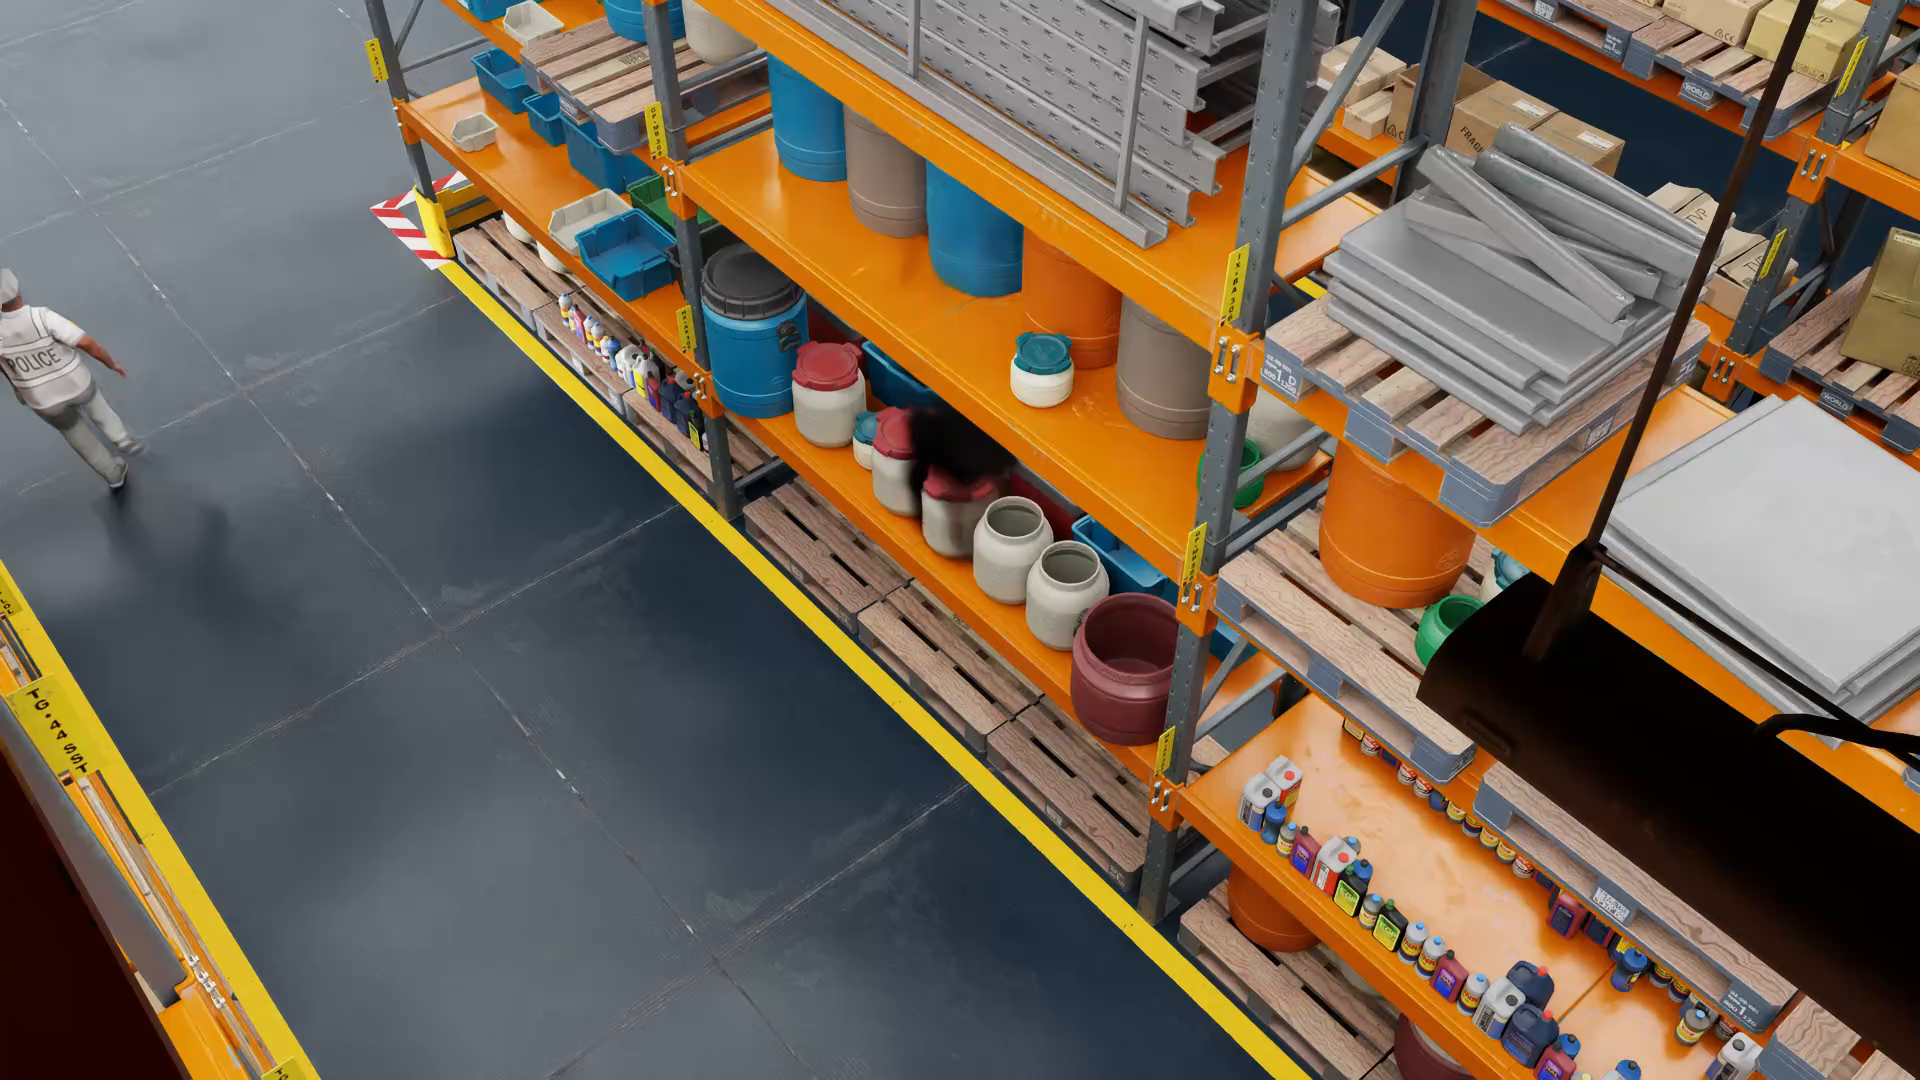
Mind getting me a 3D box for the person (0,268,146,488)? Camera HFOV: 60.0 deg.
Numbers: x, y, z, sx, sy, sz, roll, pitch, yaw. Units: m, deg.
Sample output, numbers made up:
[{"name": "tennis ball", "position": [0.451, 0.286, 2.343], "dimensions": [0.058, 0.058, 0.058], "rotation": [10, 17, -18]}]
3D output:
[{"name": "person", "position": [-5.857, -1.041, 10.797], "dimensions": [0.759, 1.740, 0.598], "rotation": [-29, 53, -25]}]
